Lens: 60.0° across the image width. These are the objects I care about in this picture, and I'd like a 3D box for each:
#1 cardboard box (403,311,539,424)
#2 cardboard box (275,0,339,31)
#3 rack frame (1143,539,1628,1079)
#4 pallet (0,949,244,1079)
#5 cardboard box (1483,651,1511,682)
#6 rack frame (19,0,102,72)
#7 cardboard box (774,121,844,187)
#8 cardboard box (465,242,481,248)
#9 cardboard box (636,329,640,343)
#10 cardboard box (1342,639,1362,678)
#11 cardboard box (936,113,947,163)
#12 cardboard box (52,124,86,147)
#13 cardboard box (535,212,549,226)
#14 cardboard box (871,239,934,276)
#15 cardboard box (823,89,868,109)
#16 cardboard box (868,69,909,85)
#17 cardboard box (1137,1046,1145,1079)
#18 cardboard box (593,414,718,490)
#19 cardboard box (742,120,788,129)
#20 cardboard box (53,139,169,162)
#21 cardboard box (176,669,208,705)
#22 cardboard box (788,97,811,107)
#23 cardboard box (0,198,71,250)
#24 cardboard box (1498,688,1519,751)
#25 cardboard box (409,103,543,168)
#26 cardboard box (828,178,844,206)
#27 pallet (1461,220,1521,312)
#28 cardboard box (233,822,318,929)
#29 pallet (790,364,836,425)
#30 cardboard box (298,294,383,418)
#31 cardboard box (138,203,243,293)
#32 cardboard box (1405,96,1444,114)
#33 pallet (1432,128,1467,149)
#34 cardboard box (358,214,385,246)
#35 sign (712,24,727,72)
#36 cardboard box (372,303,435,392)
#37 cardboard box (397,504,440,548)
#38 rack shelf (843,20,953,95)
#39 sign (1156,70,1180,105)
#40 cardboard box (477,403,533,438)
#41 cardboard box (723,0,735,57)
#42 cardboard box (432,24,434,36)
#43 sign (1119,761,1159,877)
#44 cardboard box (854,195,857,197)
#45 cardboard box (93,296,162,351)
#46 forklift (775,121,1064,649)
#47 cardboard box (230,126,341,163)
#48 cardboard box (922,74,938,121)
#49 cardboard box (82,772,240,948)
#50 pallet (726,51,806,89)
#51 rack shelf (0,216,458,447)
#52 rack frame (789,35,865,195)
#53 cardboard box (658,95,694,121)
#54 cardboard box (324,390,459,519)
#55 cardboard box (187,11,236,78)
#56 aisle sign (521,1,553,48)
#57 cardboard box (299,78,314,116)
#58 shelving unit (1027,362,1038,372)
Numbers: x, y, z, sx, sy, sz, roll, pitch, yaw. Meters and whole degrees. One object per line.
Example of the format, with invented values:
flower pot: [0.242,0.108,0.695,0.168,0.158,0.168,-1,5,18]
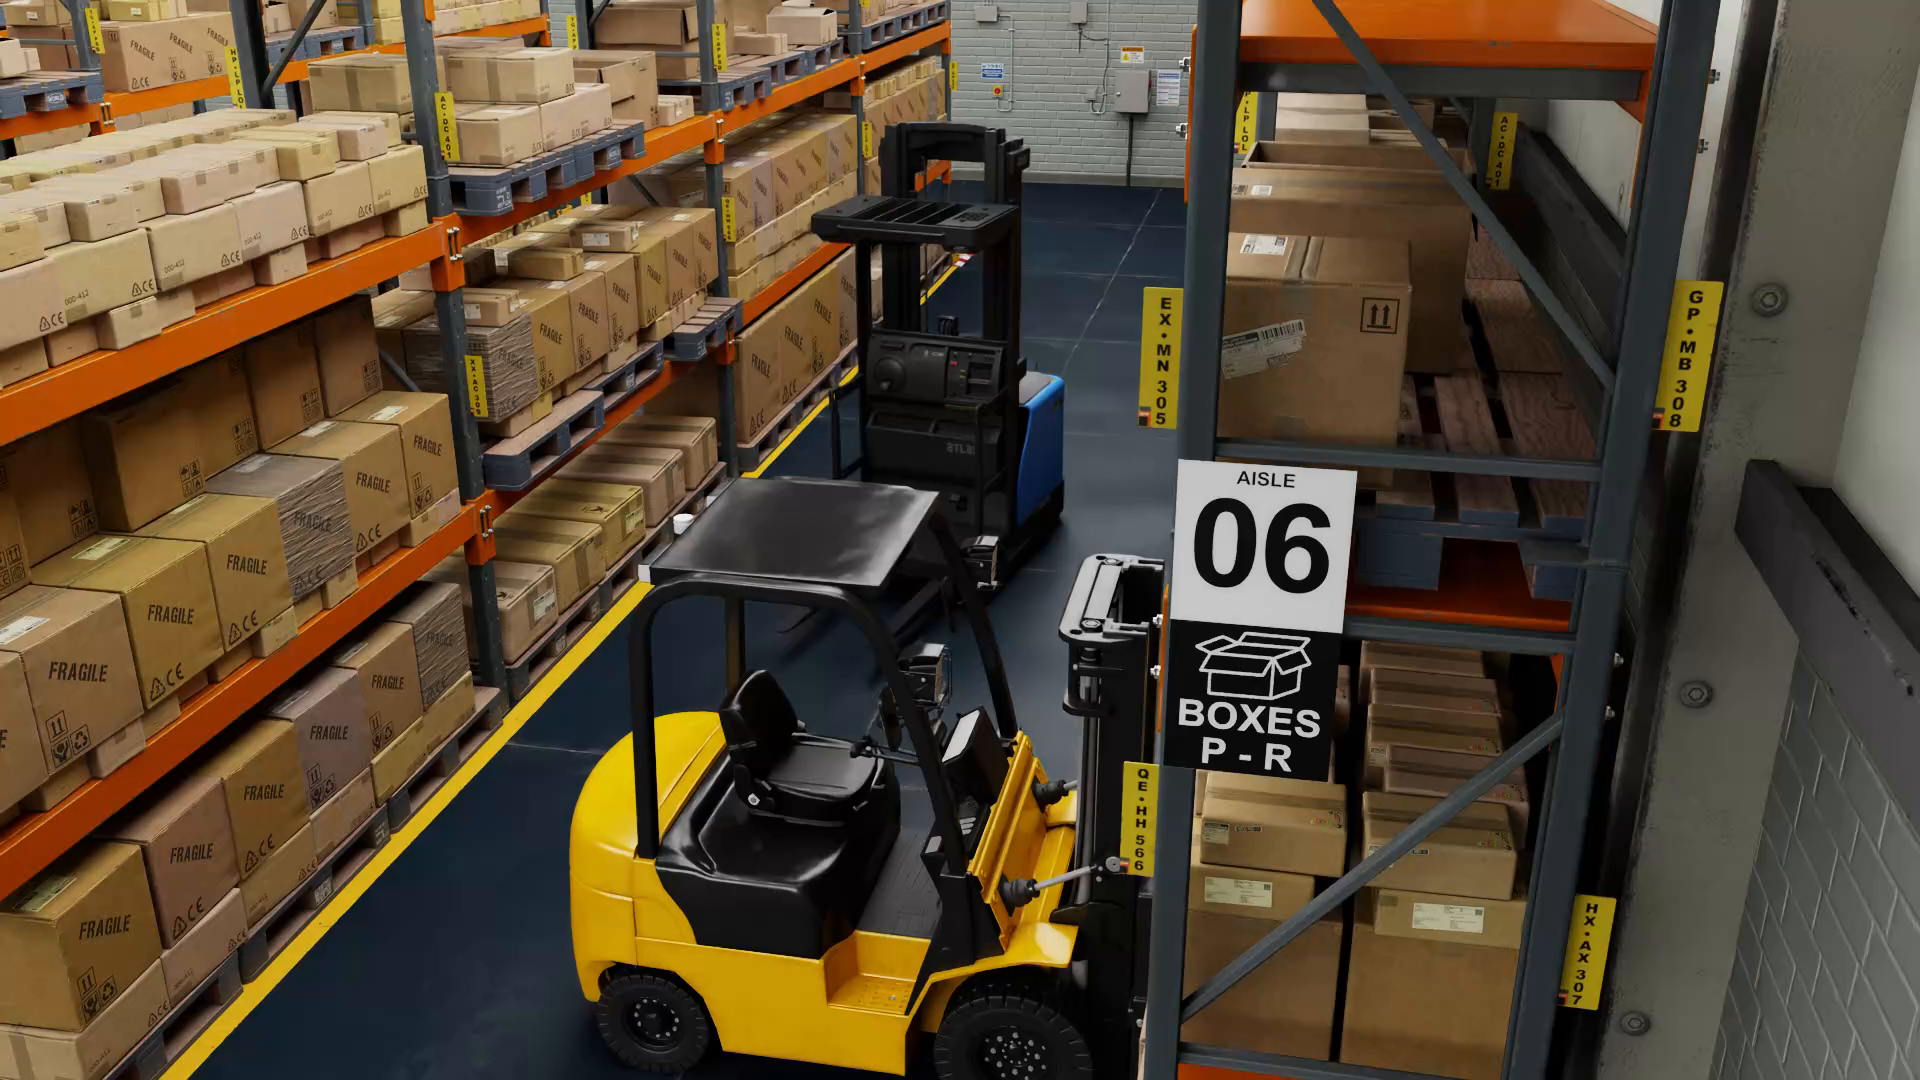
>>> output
cardboard box: [-2.680,-0.966,9.142,0.500,0.500,0.500,5,22,12]
cardboard box: [-6.475,-5.206,16.053,0.700,0.500,0.500,4,22,11]
rack frame: [0.988,1.403,4.355,1.000,3.000,0.127,4,22,11]
pallet: [-3.657,1.997,6.612,1.003,0.211,1.213,4,22,11]
cardboard box: [1.636,0.344,5.584,0.380,0.149,0.250,4,22,10]
rack frame: [-7.106,-5.023,12.280,1.000,3.000,0.127,4,22,11]
cardboard box: [-1.367,-3.501,15.058,0.500,0.500,0.500,5,22,12]
cardboard box: [-5.674,-3.298,18.883,0.380,0.149,0.250,4,22,11]
cardboard box: [-2.344,-1.366,11.004,0.380,0.149,0.250,5,22,11]
cardboard box: [1.655,0.636,6.125,0.500,0.500,0.500,5,22,12]
cardboard box: [-0.447,-4.676,19.314,0.500,0.500,0.500,5,22,11]
cardboard box: [-10.566,-4.710,19.336,0.500,0.250,0.500,5,22,12]
cardboard box: [-5.302,-3.962,20.531,0.380,0.149,0.250,4,22,9]
cardboard box: [-0.823,-3.248,18.770,0.875,0.438,0.875,5,22,12]
cardboard box: [-1.105,-4.270,16.099,0.380,0.149,0.250,4,22,10]
cardboard box: [-0.763,-4.925,17.726,0.380,0.149,0.250,5,23,13]
cardboard box: [0.776,1.827,5.081,0.500,0.250,0.500,5,23,13]
cardboard box: [-2.365,-0.670,12.457,0.950,0.372,0.625,3,22,7]
cardboard box: [-1.872,-3.546,15.170,0.500,0.500,0.500,4,22,11]
cardboard box: [-3.608,-1.610,7.089,0.380,0.149,0.250,4,22,9]
cardboard box: [-3.317,0.562,6.780,0.380,0.149,0.250,5,23,13]
cardboard box: [-1.673,-4.311,16.202,0.380,0.149,0.250,4,22,10]
cardboard box: [-3.372,-1.097,5.817,0.380,0.149,0.250,4,22,11]
cardboard box: [1.591,0.585,5.384,0.380,0.149,0.250,5,22,11]
cardboard box: [-2.544,-2.137,8.768,0.500,0.250,0.500,4,22,9]
cardboard box: [-1.370,-3.162,15.221,0.500,0.250,0.500,5,22,12]
pallet: [1.655,-1.096,6.664,1.003,0.211,1.213,4,22,11]
cardboard box: [-3.227,1.446,7.367,0.500,0.250,0.500,6,23,15]
pallet: [-1.754,-1.334,14.883,1.003,0.211,1.213,4,22,11]
cardboard box: [-3.358,-0.941,8.304,0.700,0.500,0.500,4,22,10]
cardboard box: [-3.192,-1.158,6.500,0.500,0.250,0.500,5,22,12]
cardboard box: [2.723,-2.801,10.284,0.500,0.250,0.500,4,22,11]
pallet: [2.344,-2.163,9.446,1.003,0.211,1.213,6,23,13]
cardboard box: [-2.960,-1.488,7.853,0.380,0.149,0.250,5,22,12]
sign: [-1.709,-3.489,11.795,0.100,0.325,0.005,4,22,11]
cardboard box: [-3.187,-1.003,9.234,0.500,0.500,0.500,4,22,10]
cardboard box: [-2.868,-0.088,8.393,0.380,0.149,0.250,5,22,12]
rack shelf: [-1.016,-5.152,17.579,1.077,0.370,4.000,4,22,11]
sign: [3.073,-6.670,24.528,0.329,0.494,0.001,4,22,11]
cardboard box: [-2.634,-0.693,9.334,0.380,0.149,0.250,5,22,12]
cardboard box: [-2.164,-4.199,13.554,0.500,0.500,0.500,5,22,11]
cardboard box: [-5.844,-5.358,17.328,0.500,0.250,0.500,4,22,10]
sign: [0.459,0.709,4.210,0.100,0.325,0.005,4,22,11]
cardboard box: [-1.269,-3.110,15.761,0.500,0.250,0.500,4,22,10]
cardboard box: [-3.227,-0.818,6.192,0.380,0.149,0.250,5,22,12]
forklift: [-0.246,-1.092,10.642,1.130,2.935,3.031,8,23,20]
cardboard box: [-3.026,-1.760,7.462,0.380,0.149,0.250,5,22,12]
cardboard box: [-0.551,-4.948,18.652,0.500,0.500,0.500,5,22,11]
cardboard box: [-3.330,1.284,6.764,0.500,0.500,0.500,4,22,9]
pallet: [-1.935,-3.853,13.642,1.003,0.211,1.213,6,23,13]
rack shelf: [-3.464,-0.763,6.682,1.077,0.370,4.000,4,22,11]
rack frame: [-1.424,-3.363,16.188,1.000,3.000,0.127,4,22,11]
cardboard box: [-2.099,-3.044,11.717,0.380,0.149,0.250,4,22,11]
cardboard box: [-2.903,-0.440,8.399,0.500,0.500,0.500,4,22,10]
cardboard box: [-6.537,-4.233,14.201,0.500,0.500,0.500,4,22,11]
aisle sign: [-5.165,-6.376,20.190,0.394,0.787,0.004,4,22,11]
cardboard box: [-6.459,-4.544,17.251,0.500,0.500,0.500,4,22,9]
shelving unit: [0.407,-0.809,12.440,0.215,1.050,0.252,14,23,32]
